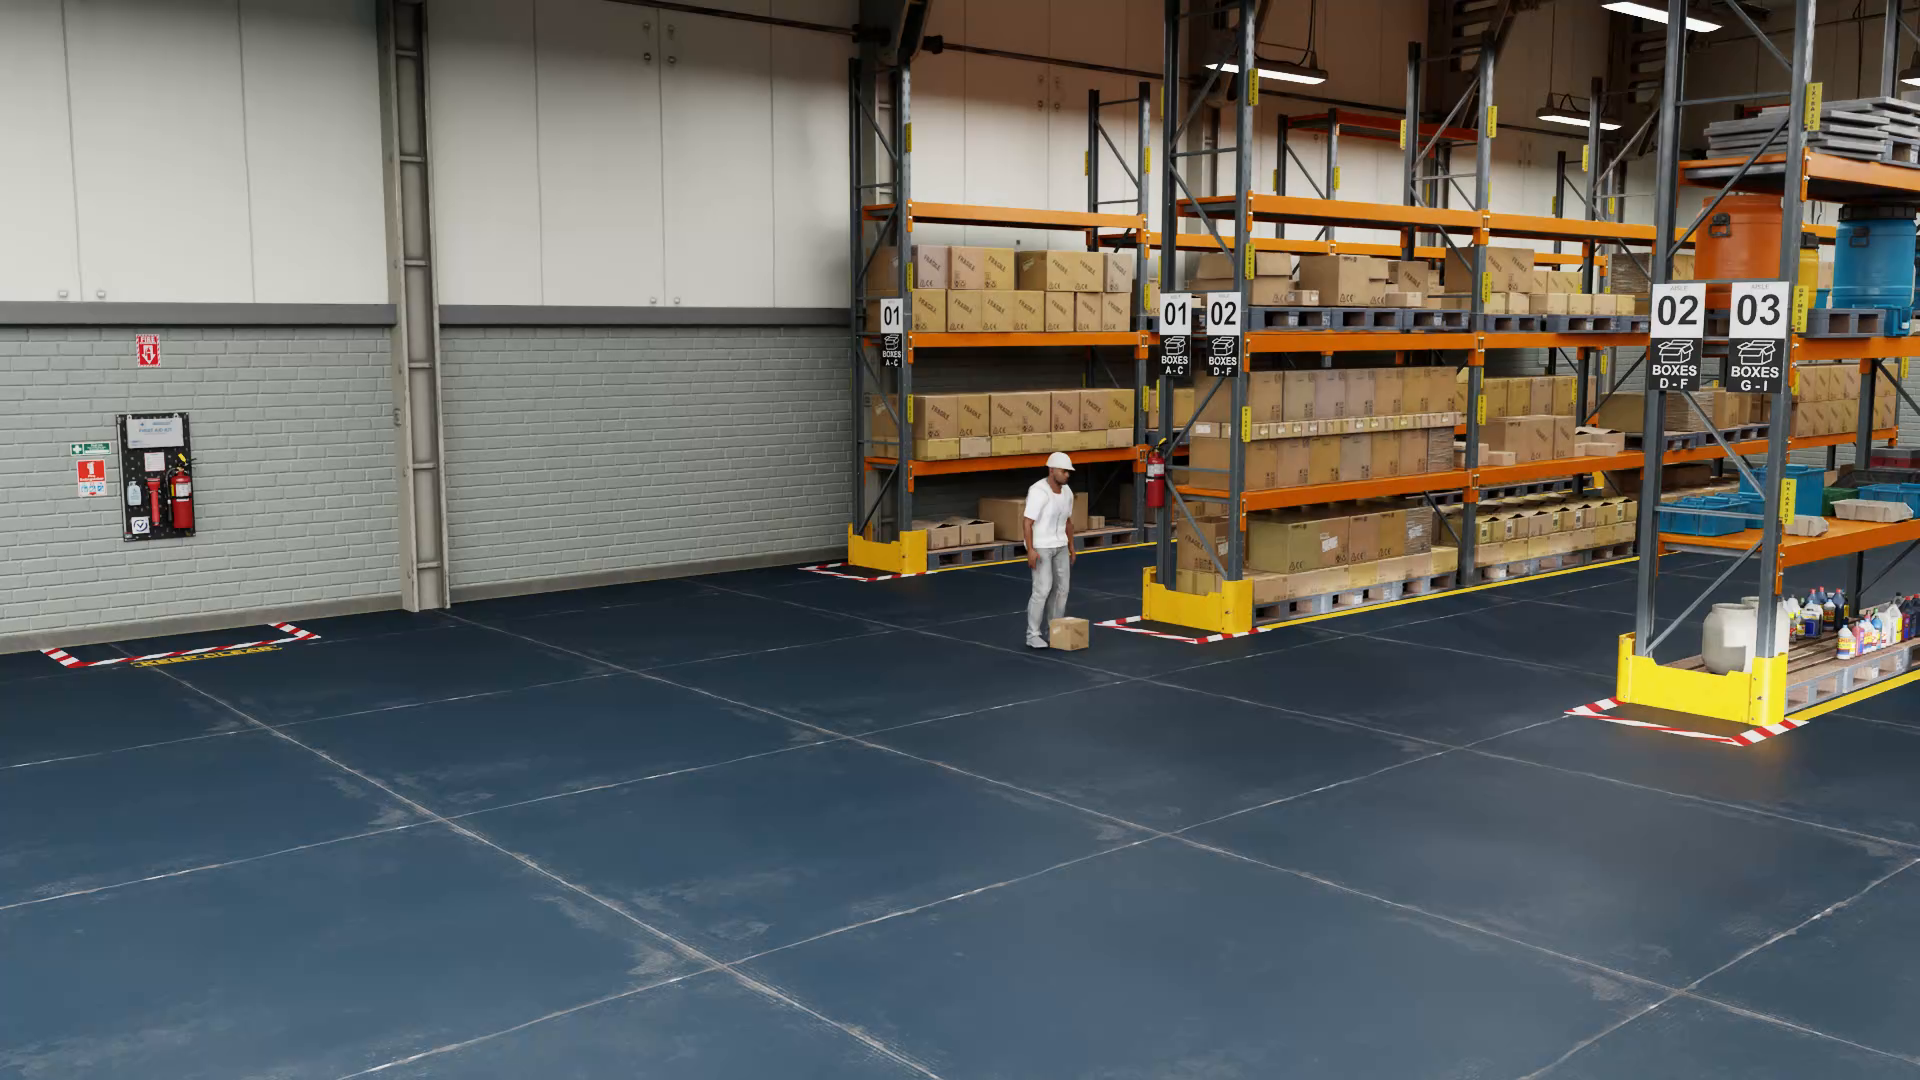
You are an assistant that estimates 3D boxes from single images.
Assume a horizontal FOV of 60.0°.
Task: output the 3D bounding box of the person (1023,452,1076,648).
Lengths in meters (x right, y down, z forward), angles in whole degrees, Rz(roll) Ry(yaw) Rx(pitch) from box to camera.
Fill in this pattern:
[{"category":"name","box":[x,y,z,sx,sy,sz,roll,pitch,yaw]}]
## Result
[{"category":"person","box":[0.832,0.078,15.112,0.629,1.759,0.461,-7,10,-44]}]
